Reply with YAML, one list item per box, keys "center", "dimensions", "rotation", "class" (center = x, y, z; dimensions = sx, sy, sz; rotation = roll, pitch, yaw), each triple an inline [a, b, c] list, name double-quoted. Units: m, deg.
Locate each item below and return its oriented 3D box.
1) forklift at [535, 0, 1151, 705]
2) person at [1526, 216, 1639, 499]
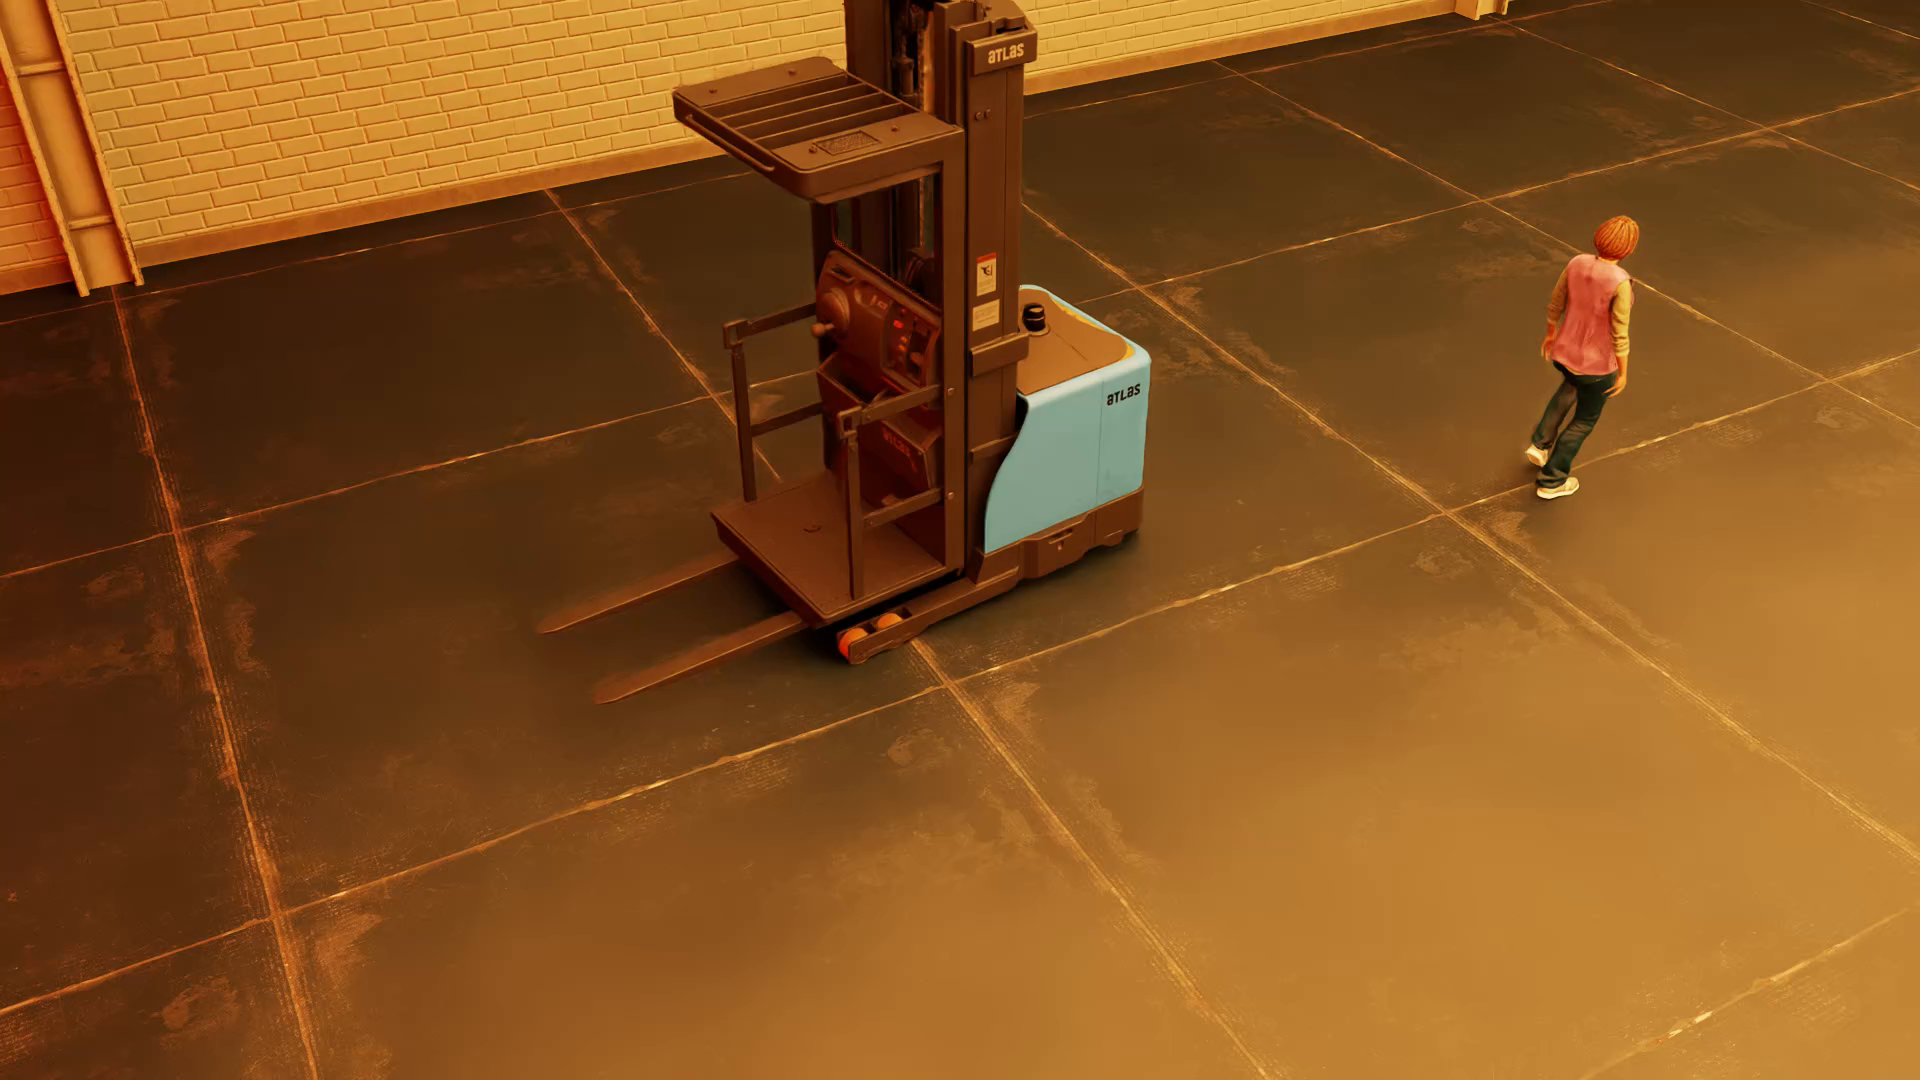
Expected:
- center: [-0.547, -0.961, 7.483]
  dimensions: [3.031, 2.935, 1.130]
  rotation: [-22, 41, -28]
  class: "forklift"
- center: [3.268, -0.949, 8.646]
  dimensions: [0.445, 1.584, 0.519]
  rotation: [-20, 40, -25]
  class: "person"
